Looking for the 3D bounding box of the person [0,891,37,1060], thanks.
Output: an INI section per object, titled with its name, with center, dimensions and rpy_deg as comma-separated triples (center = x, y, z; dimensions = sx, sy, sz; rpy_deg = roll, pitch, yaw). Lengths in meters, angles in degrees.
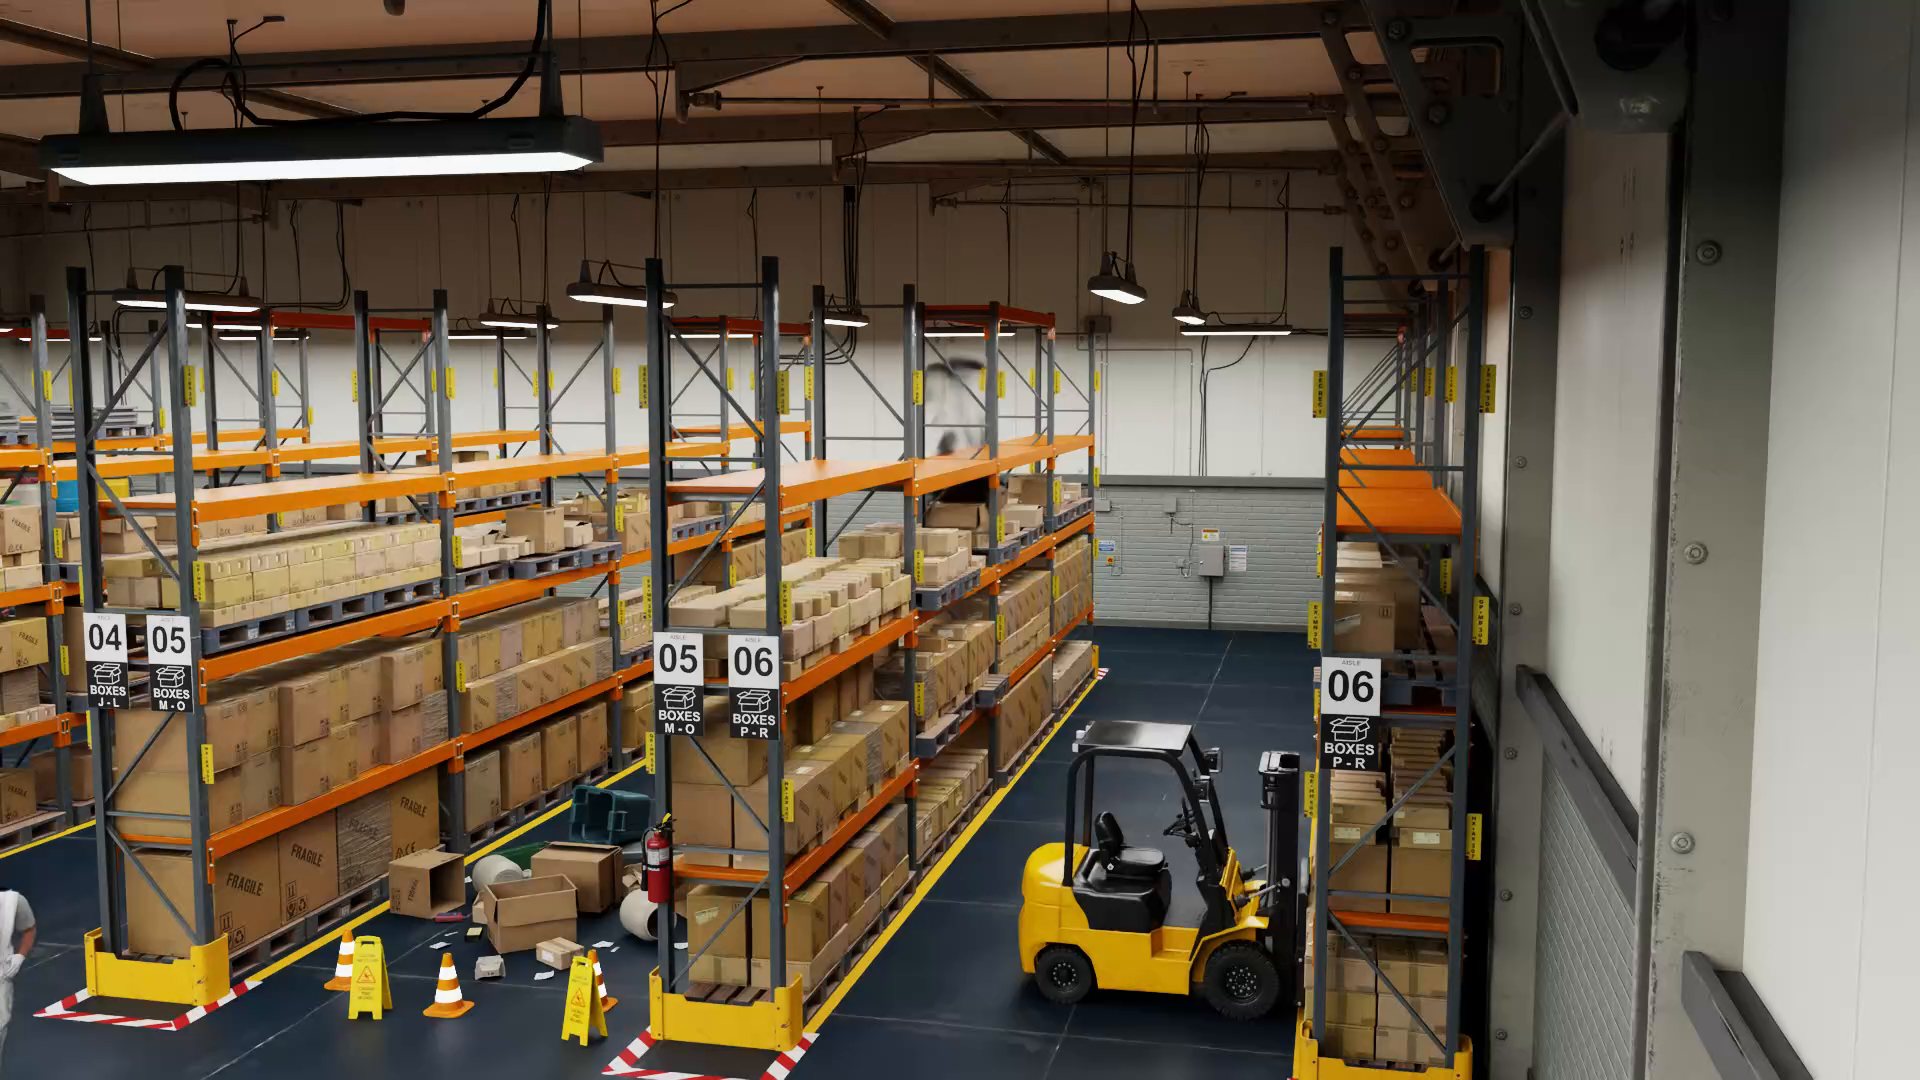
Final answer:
[person]
center = -7.026, 3.119, 11.953
dimensions = 0.712, 1.744, 0.733
rpy_deg = -4, 7, -32
